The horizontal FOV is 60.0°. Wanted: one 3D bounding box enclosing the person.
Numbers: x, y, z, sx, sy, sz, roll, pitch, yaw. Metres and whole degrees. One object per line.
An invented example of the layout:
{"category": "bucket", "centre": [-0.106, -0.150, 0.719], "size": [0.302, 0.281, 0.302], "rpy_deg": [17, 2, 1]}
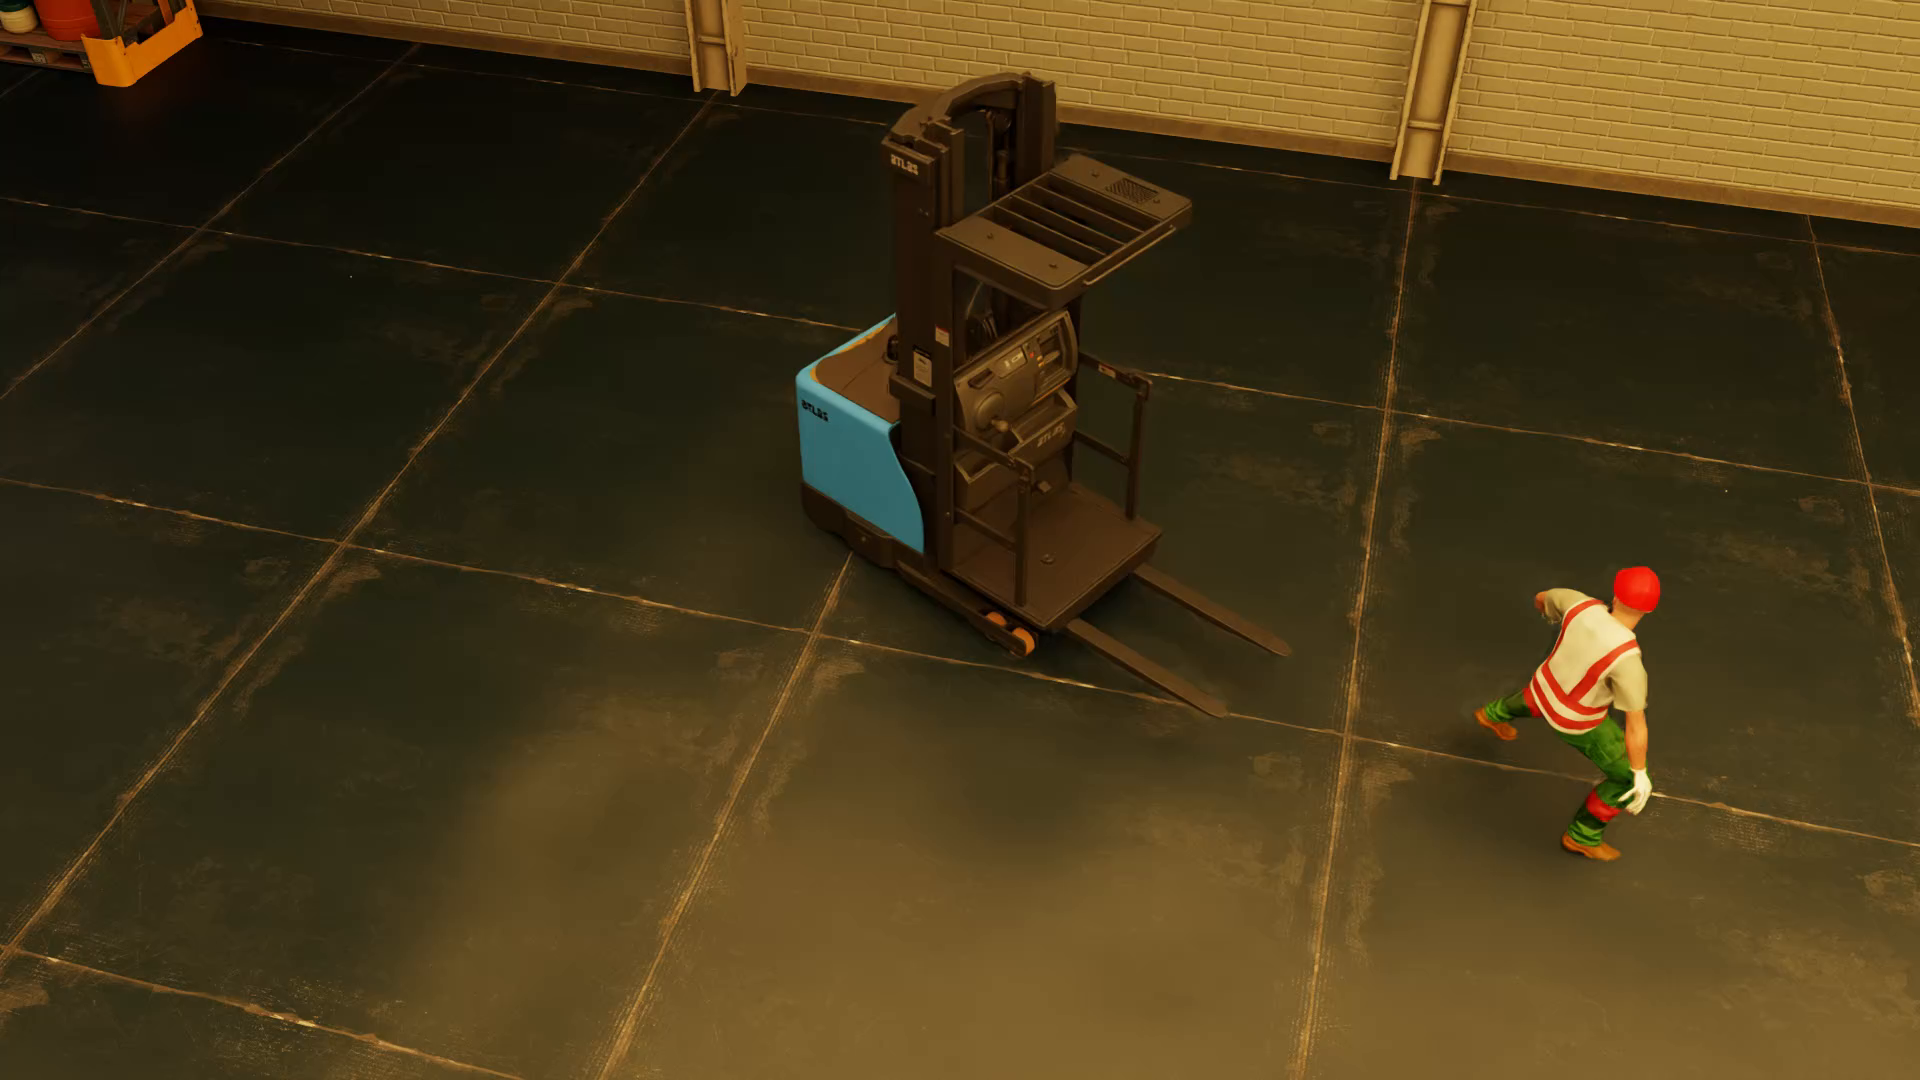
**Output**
{"category": "person", "centre": [3.025, 0.797, 7.978], "size": [0.505, 1.649, 1.169], "rpy_deg": [-7, 42, -8]}

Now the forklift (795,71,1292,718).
{"category": "forklift", "centre": [0.464, -0.837, 8.816], "size": [3.031, 2.935, 1.130], "rpy_deg": [31, 50, 30]}
